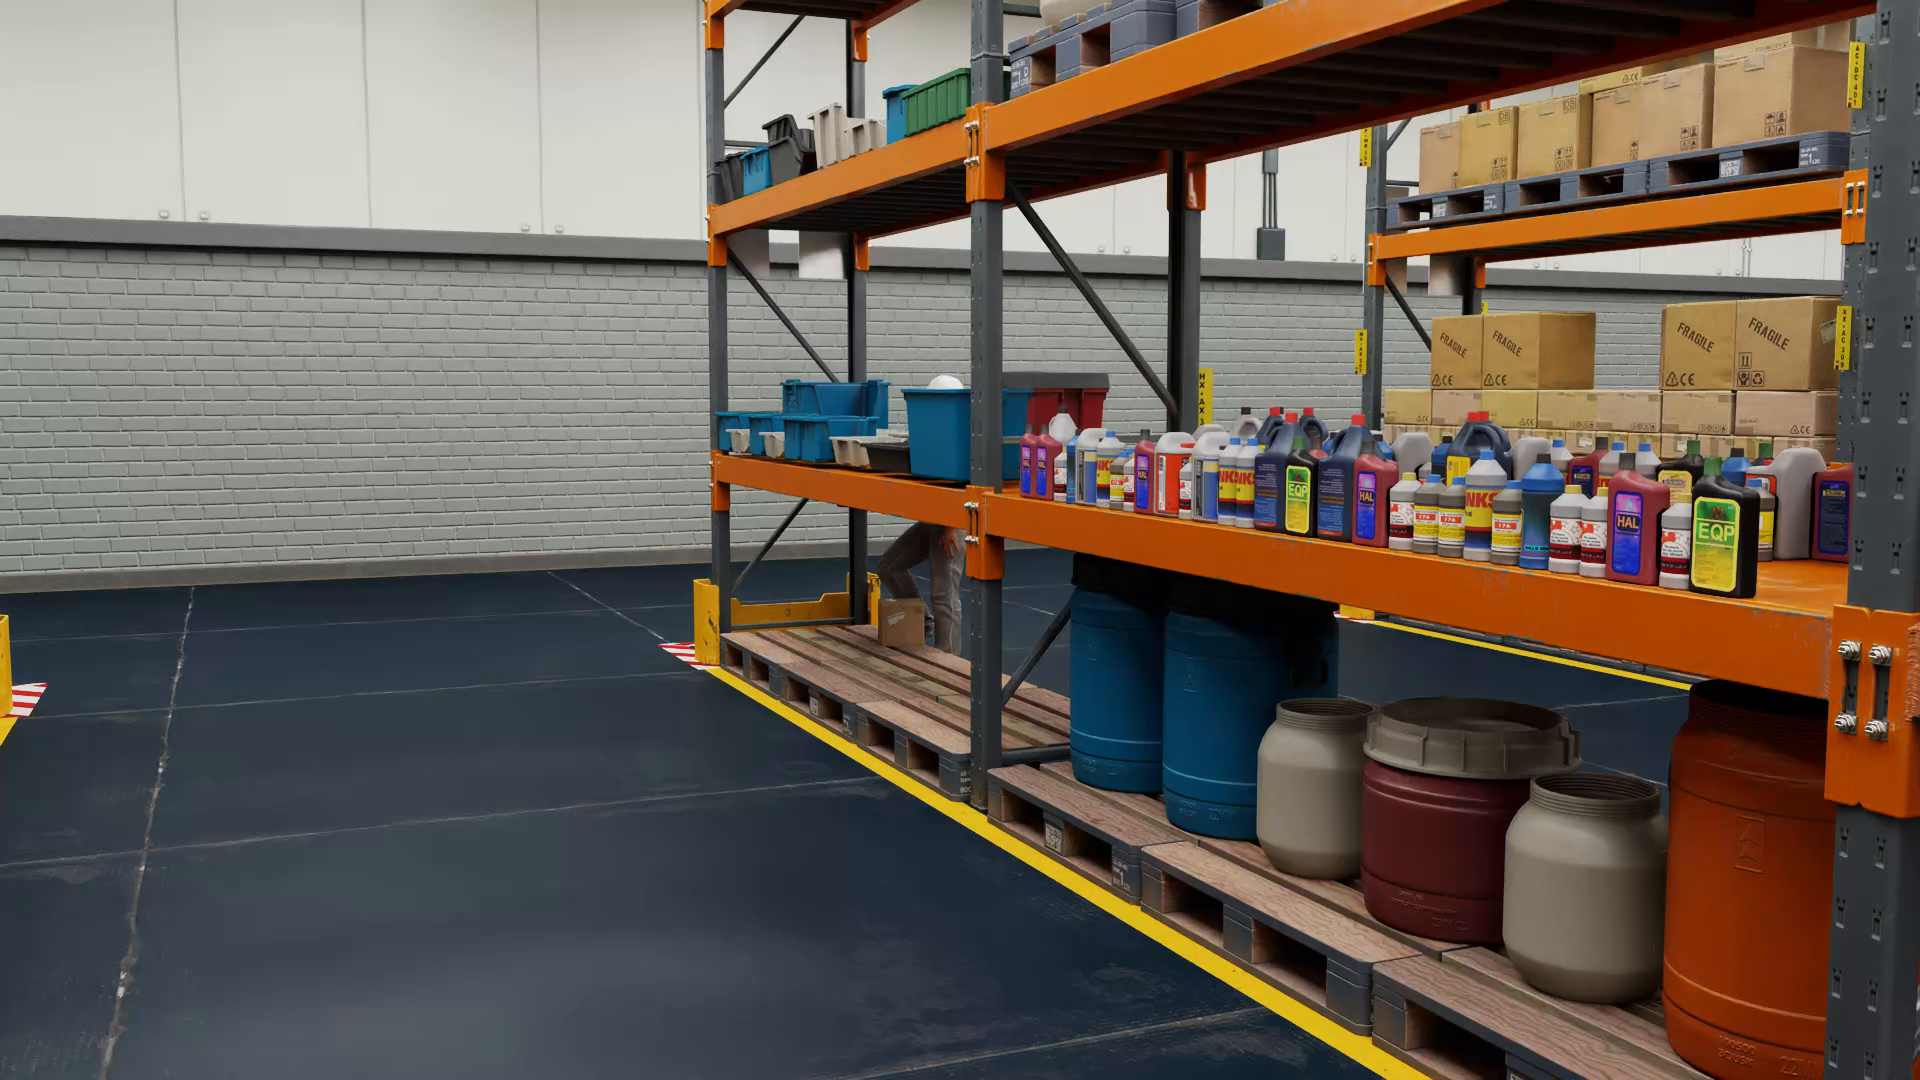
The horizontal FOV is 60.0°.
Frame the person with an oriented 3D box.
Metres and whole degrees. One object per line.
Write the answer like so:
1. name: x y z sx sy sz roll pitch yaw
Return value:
1. person: -0.180 -0.078 9.836 0.610 1.778 0.637 -1 5 -7
